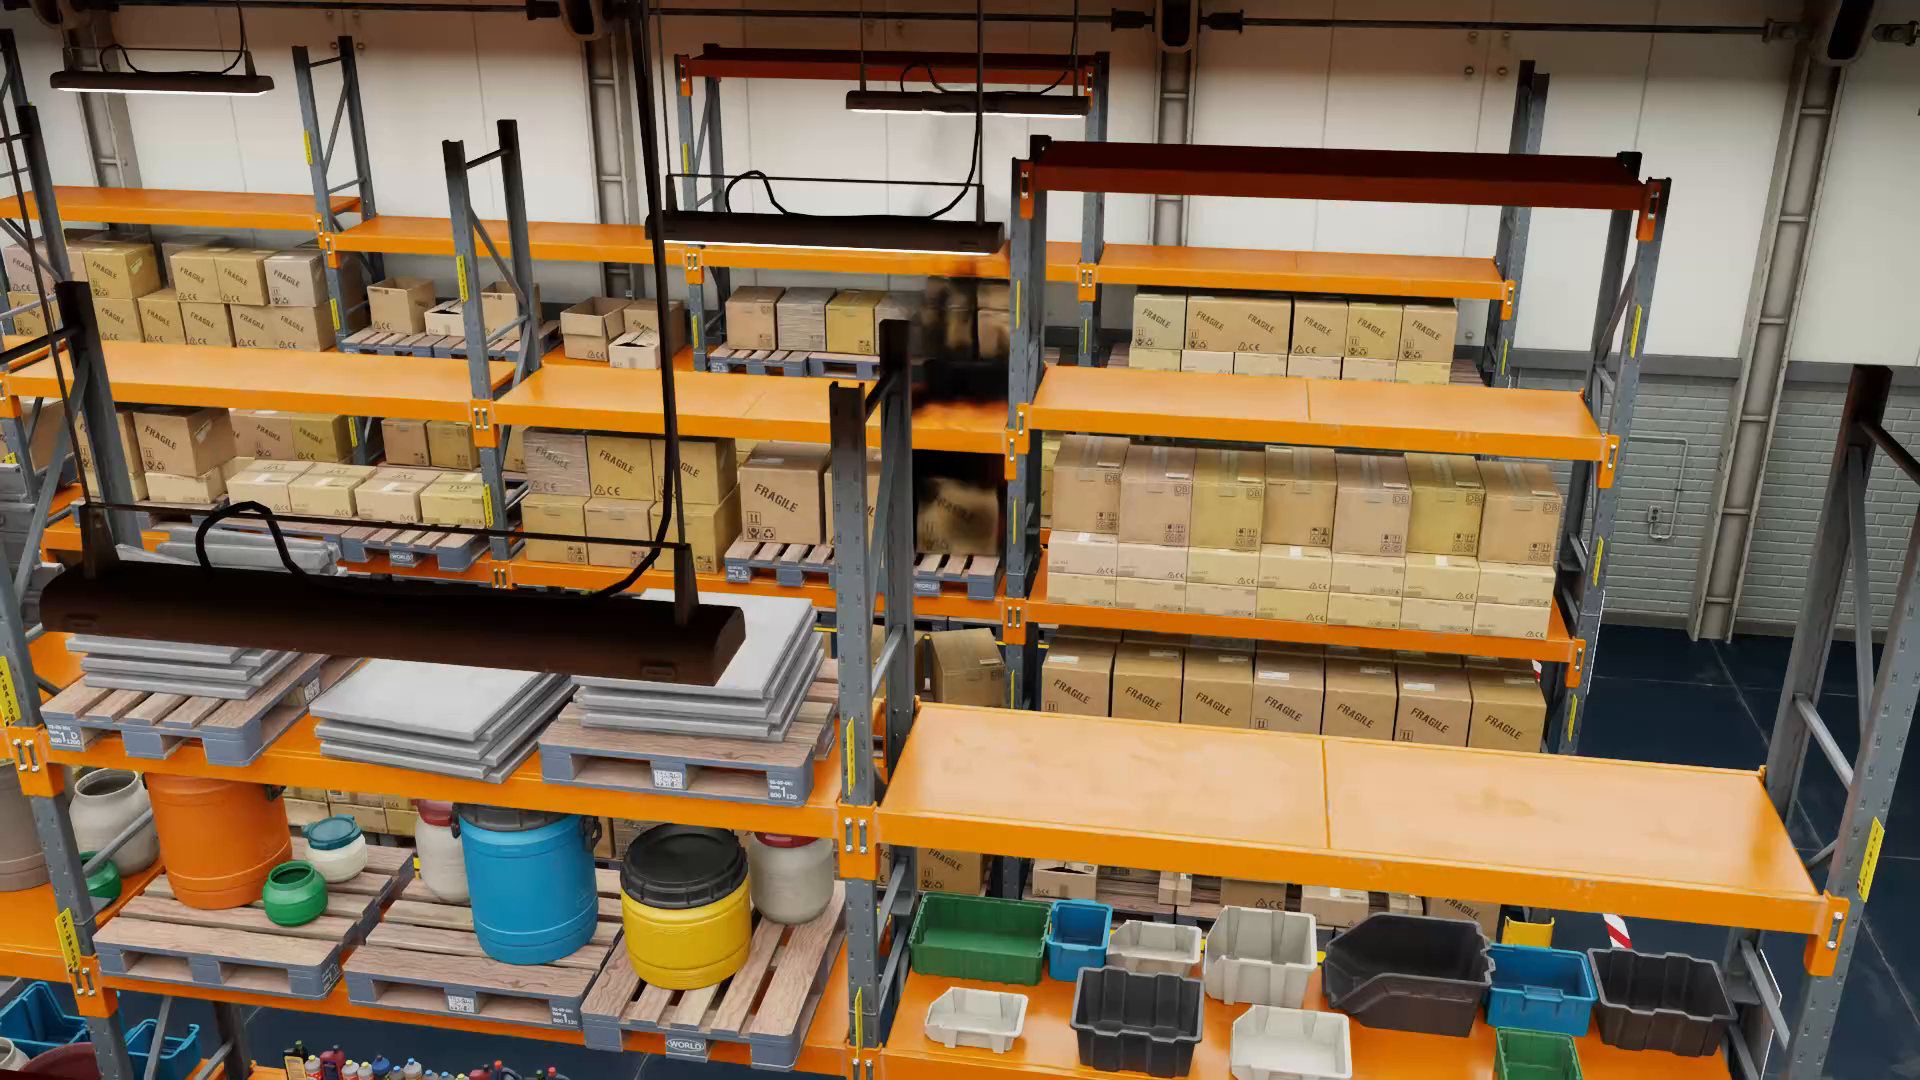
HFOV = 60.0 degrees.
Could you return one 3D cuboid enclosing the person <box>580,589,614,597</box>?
[{"bbox_3d":[-3.531,0.815,16.369,0.558,1.621,0.580,-1,23,-2],"label":"person"}]
